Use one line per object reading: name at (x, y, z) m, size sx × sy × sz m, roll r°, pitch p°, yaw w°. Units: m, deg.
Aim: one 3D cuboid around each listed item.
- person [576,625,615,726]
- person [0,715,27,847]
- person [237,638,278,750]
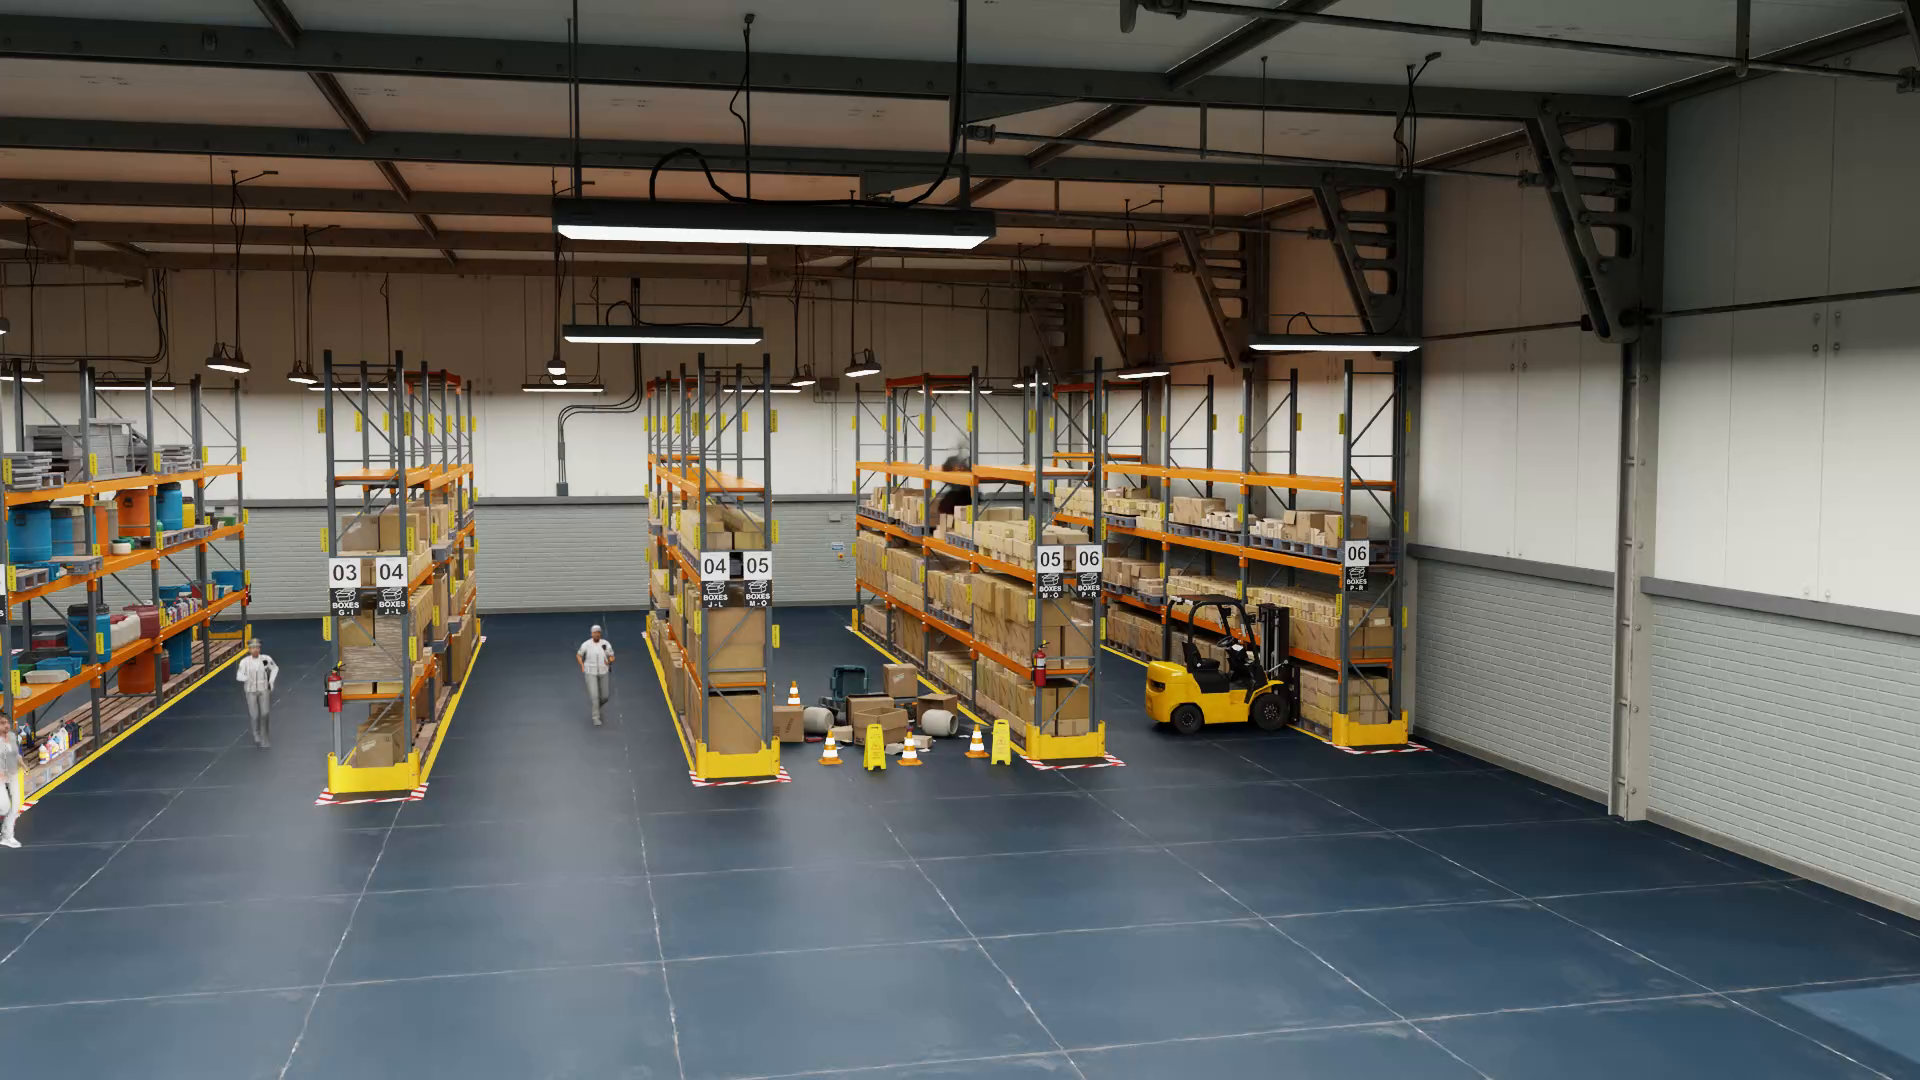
person at (-6.092, 2.245, 27.871) m, size 0.620 × 1.634 × 0.804 m, roll -2°, pitch 4°, yaw -22°
person at (-11.436, 2.857, 19.792) m, size 0.630 × 1.581 × 0.539 m, roll 1°, pitch 4°, yaw 19°
person at (-10.863, 2.379, 25.725) m, size 0.590 × 1.740 × 0.726 m, roll -2°, pitch 4°, yaw -21°
